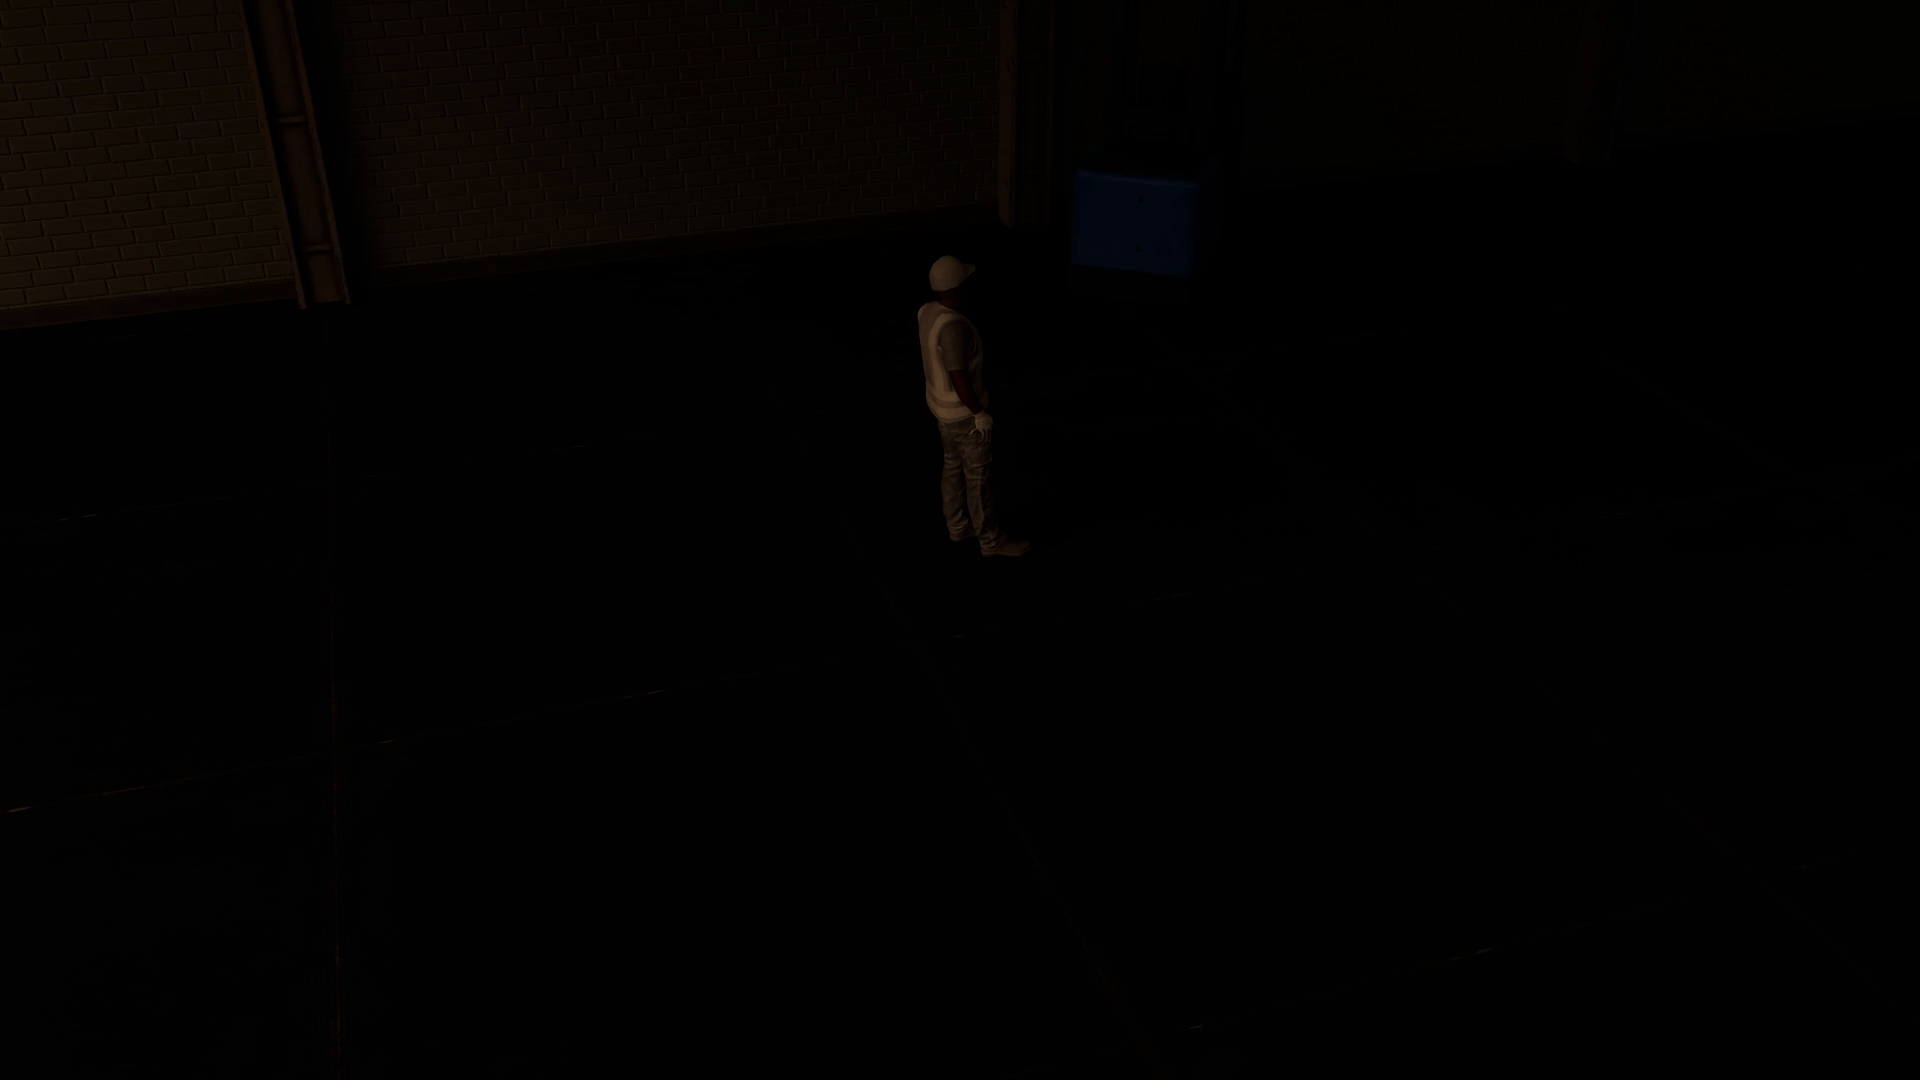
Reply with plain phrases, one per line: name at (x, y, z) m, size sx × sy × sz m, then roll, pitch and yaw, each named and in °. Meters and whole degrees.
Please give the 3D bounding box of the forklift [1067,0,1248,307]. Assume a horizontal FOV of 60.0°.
forklift at (1.820, -3.824, 13.734) m, size 1.130 × 2.935 × 3.031 m, roll 10°, pitch 31°, yaw 16°

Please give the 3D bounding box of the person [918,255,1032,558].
person at (0.071, -0.786, 9.590) m, size 0.577 × 1.782 × 0.656 m, roll -10°, pitch 31°, yaw -16°
